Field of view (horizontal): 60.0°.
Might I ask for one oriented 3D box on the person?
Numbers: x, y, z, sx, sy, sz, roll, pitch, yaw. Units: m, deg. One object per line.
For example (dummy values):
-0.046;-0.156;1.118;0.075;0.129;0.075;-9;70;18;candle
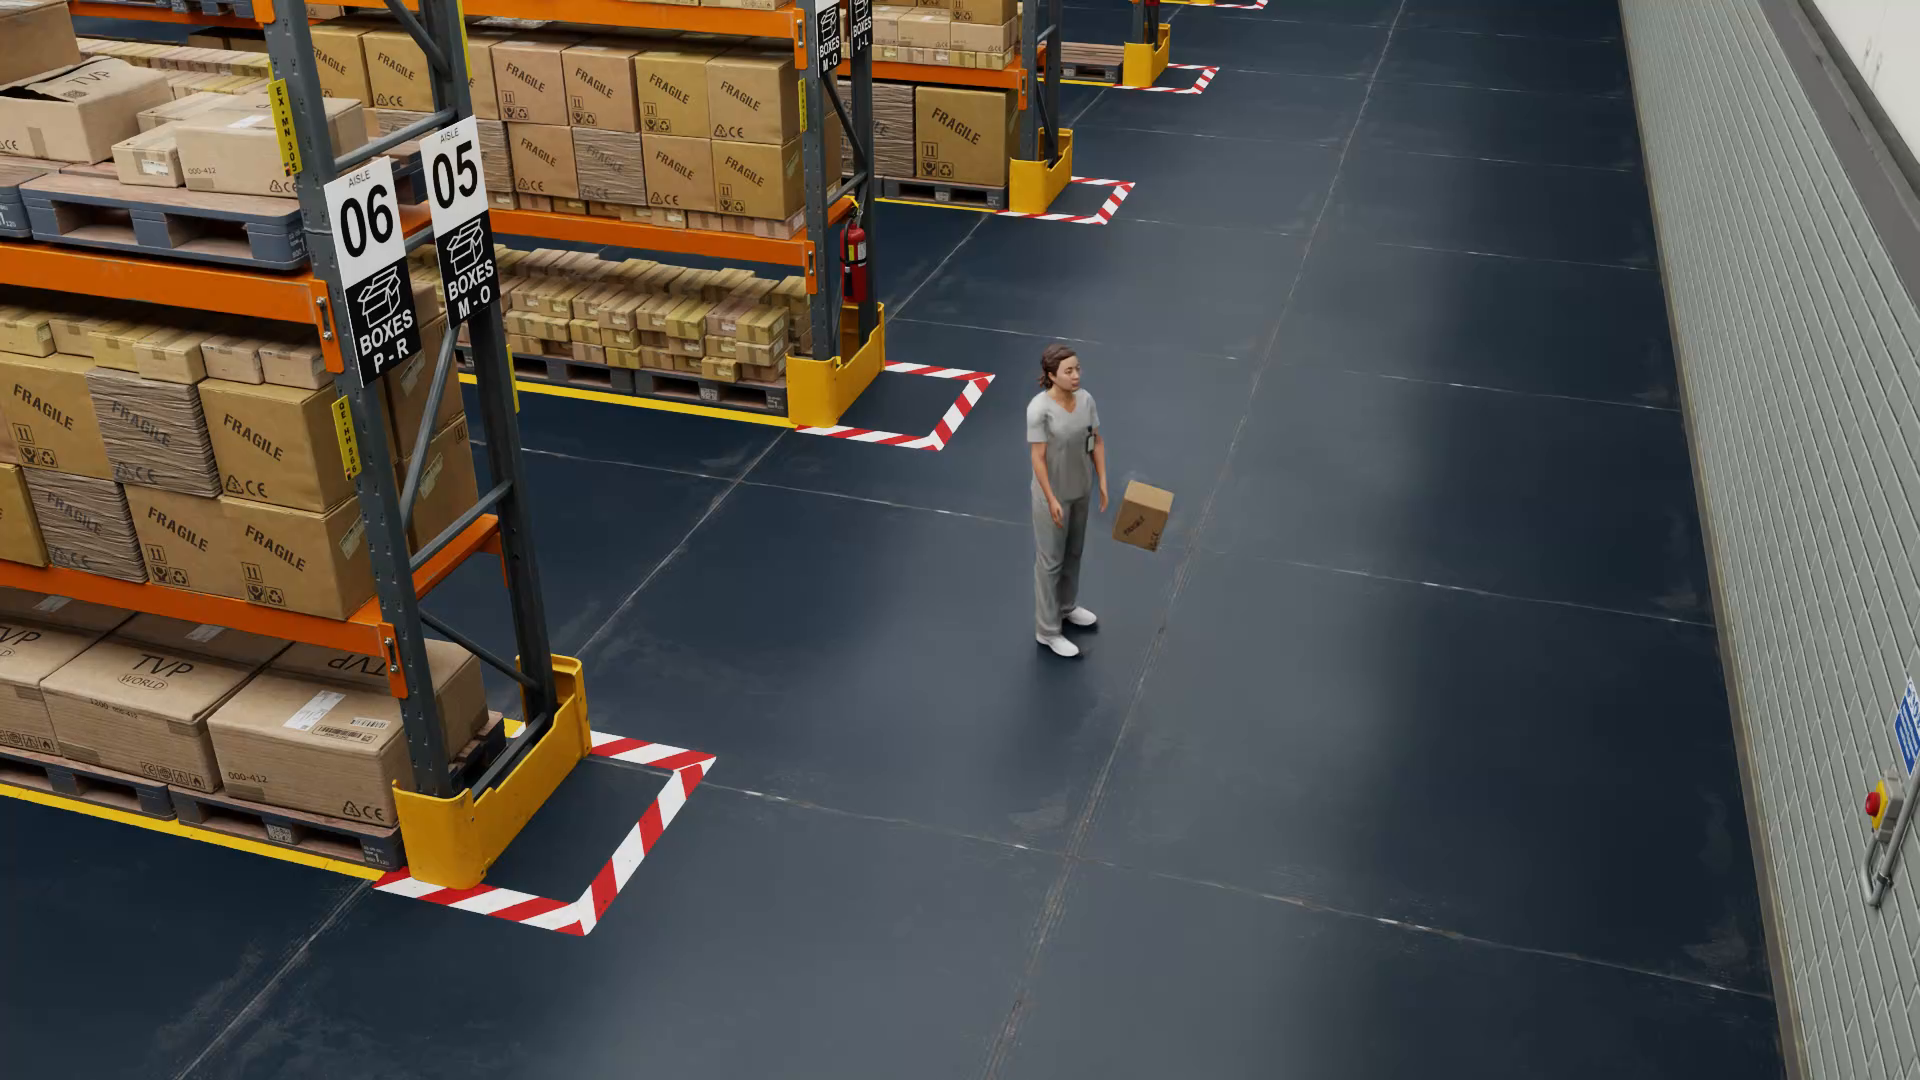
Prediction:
0.598;-0.231;8.896;0.482;1.672;0.540;-21;35;-32;person
